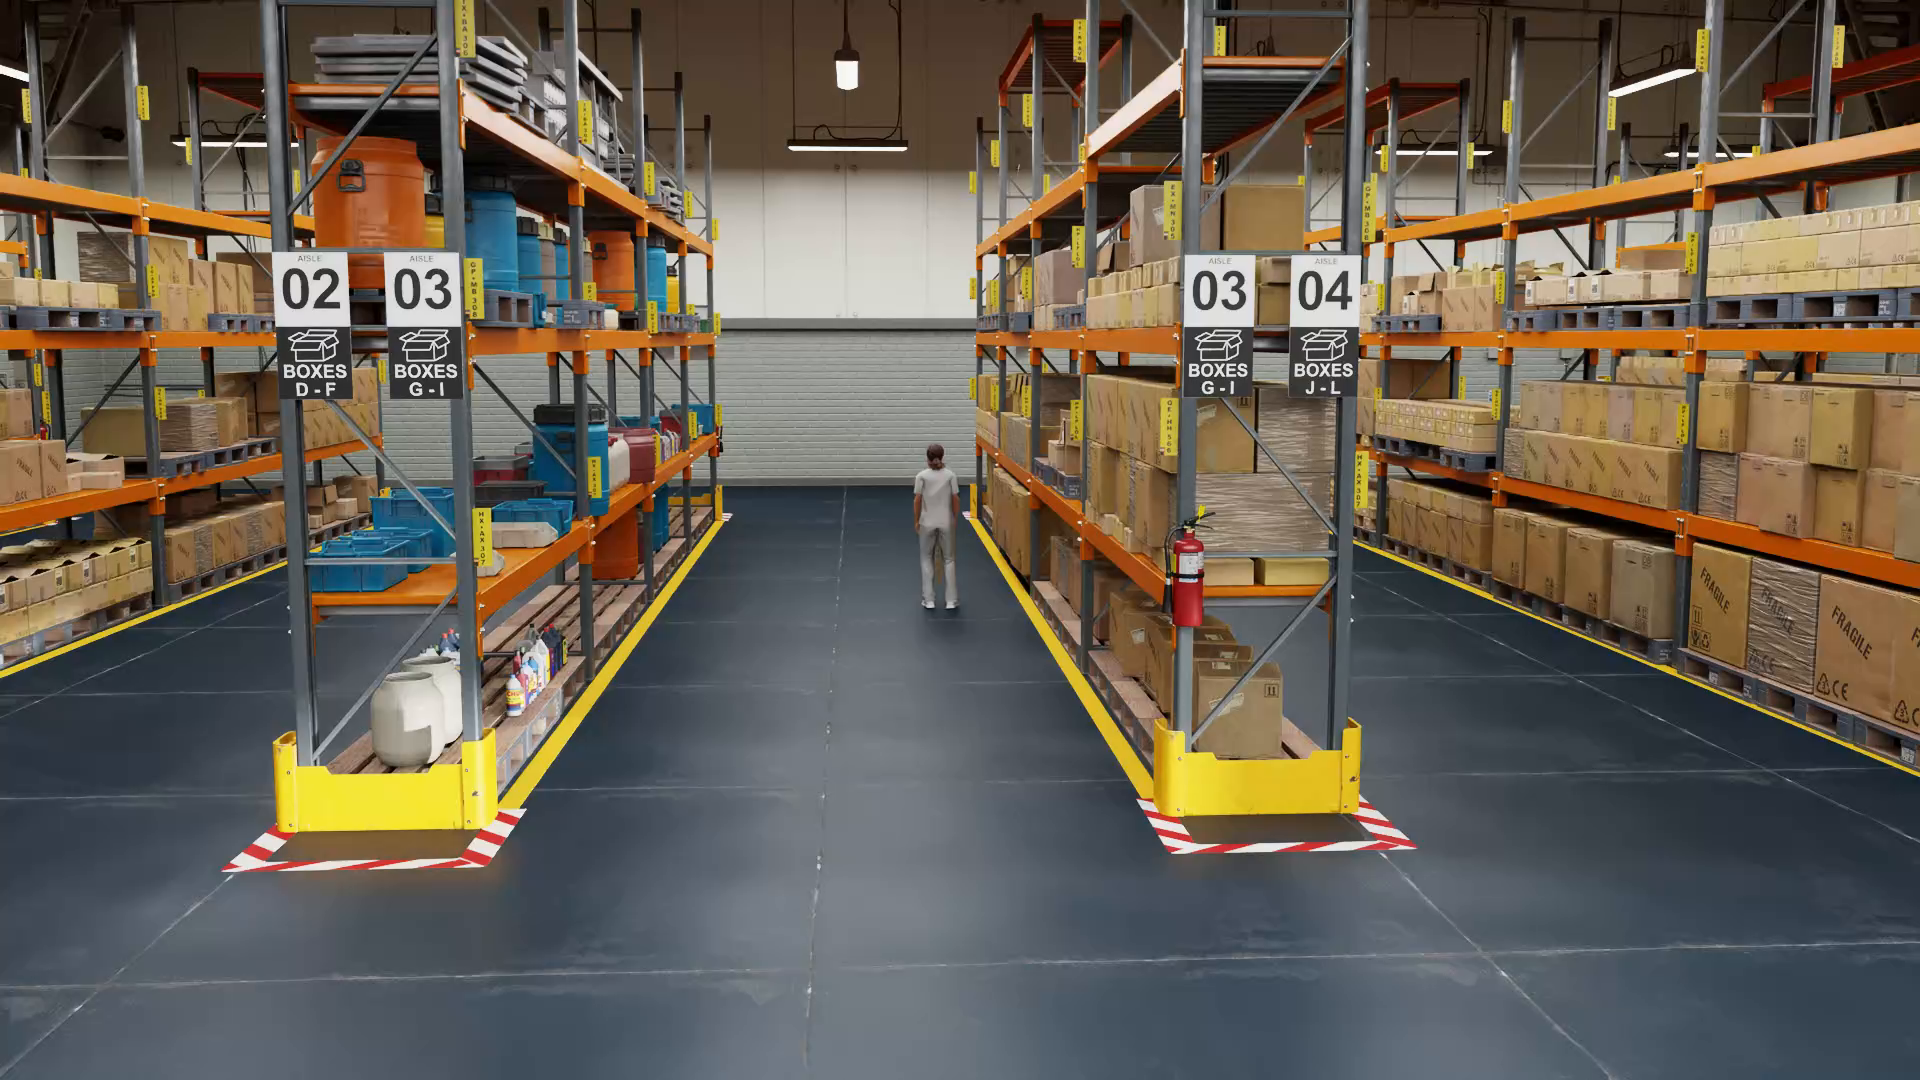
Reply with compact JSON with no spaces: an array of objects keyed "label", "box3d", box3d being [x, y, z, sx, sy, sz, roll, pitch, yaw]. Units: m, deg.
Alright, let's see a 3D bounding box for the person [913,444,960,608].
[{"label":"person","box3d":[-0.239,-0.144,16.927,0.480,1.675,0.415,-1,7,-5]}]
